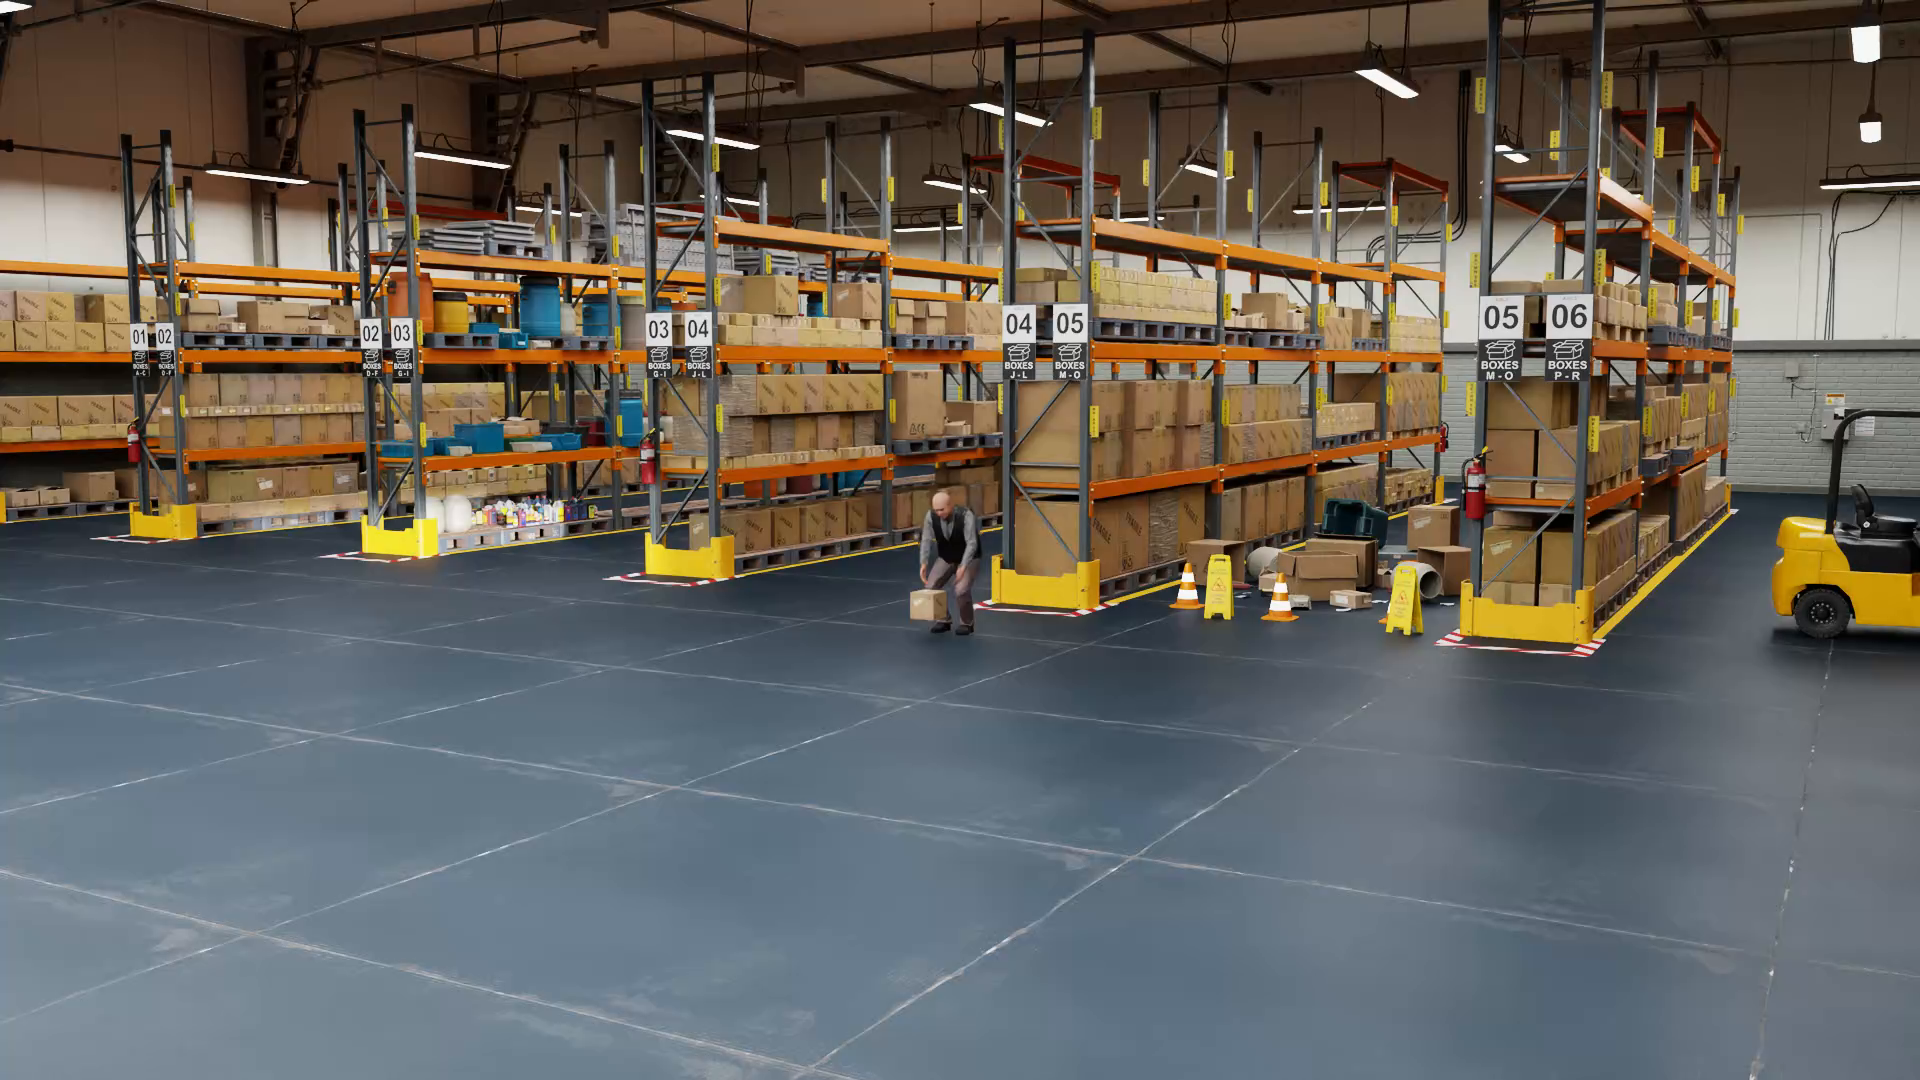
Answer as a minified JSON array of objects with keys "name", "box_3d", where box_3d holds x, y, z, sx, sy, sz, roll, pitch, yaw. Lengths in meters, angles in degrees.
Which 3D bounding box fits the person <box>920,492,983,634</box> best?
[{"name":"person","box_3d":[-0.055,0.213,15.894,0.592,1.377,0.725,3,7,29]}]
